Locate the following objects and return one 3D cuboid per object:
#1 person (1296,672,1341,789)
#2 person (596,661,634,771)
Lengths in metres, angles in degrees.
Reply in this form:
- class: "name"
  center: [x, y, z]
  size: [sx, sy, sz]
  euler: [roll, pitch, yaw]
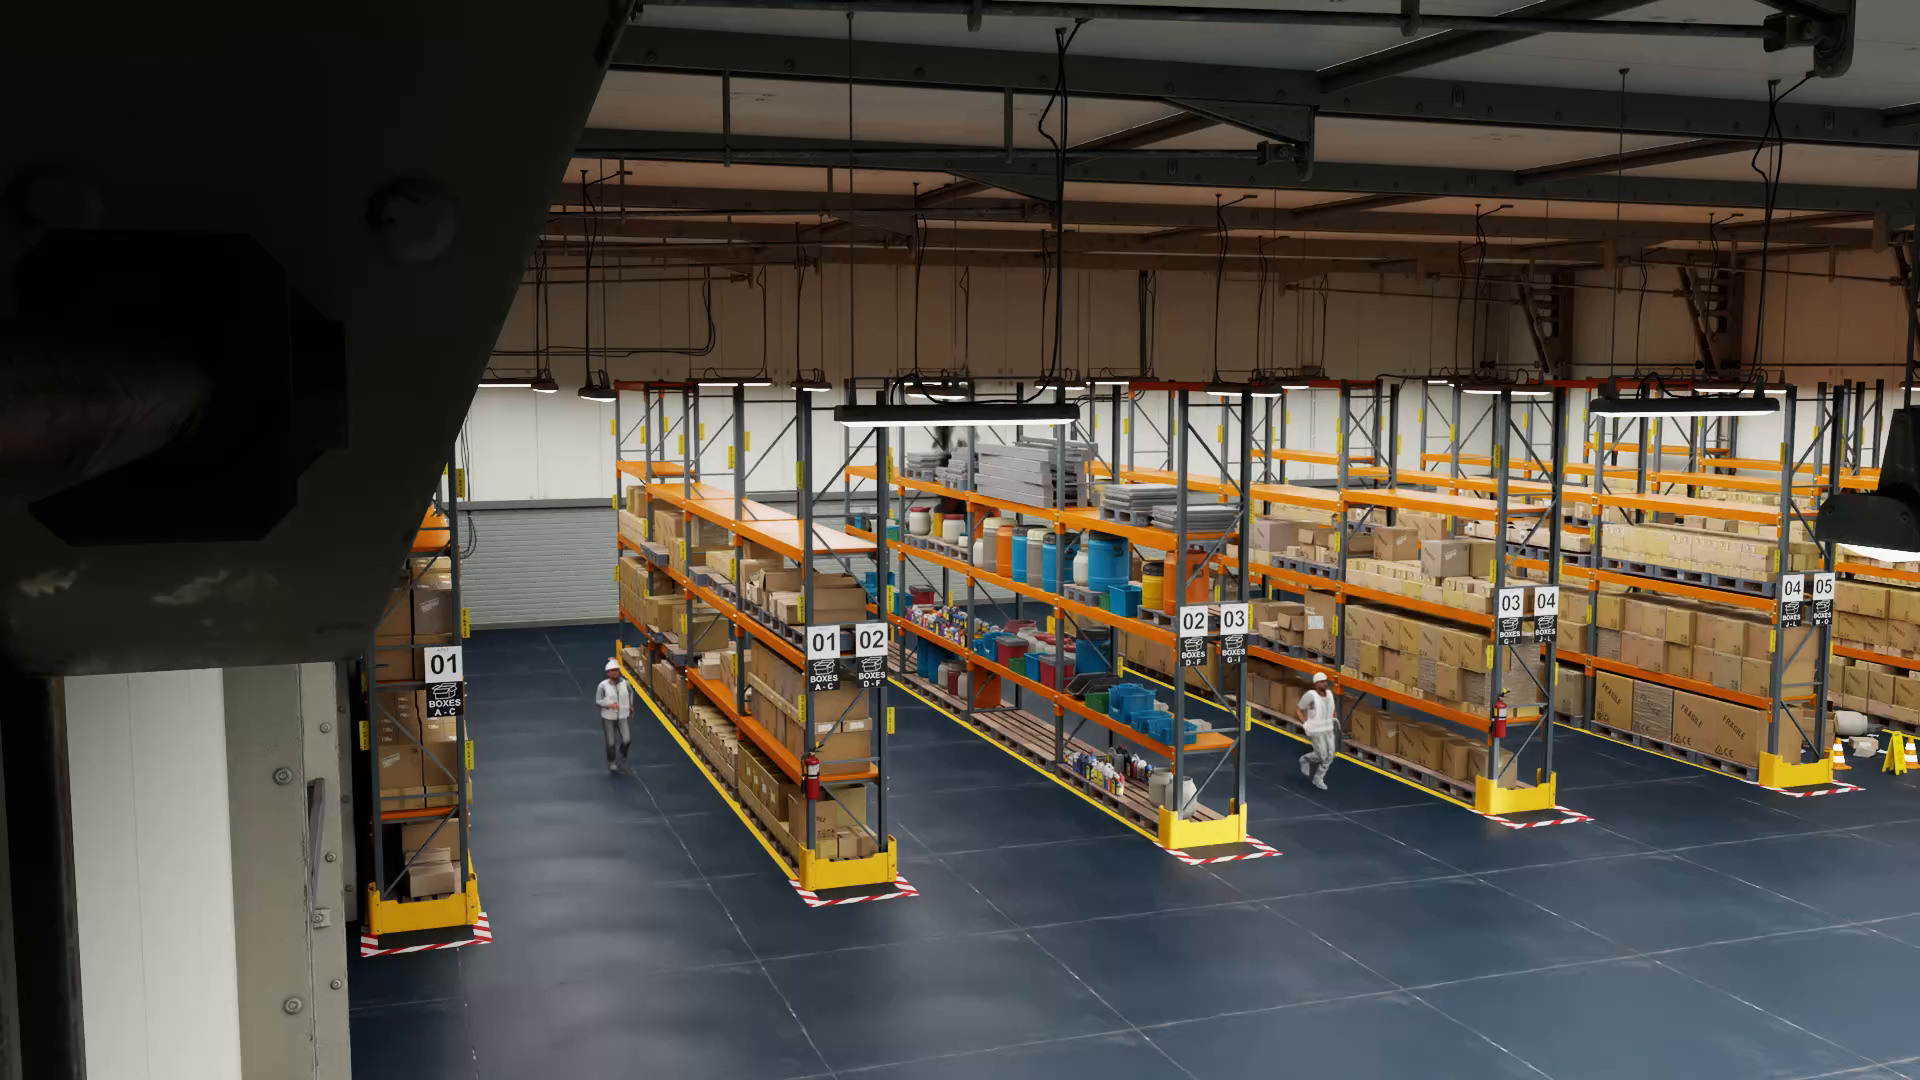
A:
- class: "person"
  center: [5.387, 2.846, 24.945]
  size: [0.699, 1.744, 0.596]
  euler: [-3, 7, -29]
- class: "person"
  center: [-5.304, 2.735, 25.702]
  size: [0.635, 1.735, 0.650]
  euler: [-3, 7, -24]
